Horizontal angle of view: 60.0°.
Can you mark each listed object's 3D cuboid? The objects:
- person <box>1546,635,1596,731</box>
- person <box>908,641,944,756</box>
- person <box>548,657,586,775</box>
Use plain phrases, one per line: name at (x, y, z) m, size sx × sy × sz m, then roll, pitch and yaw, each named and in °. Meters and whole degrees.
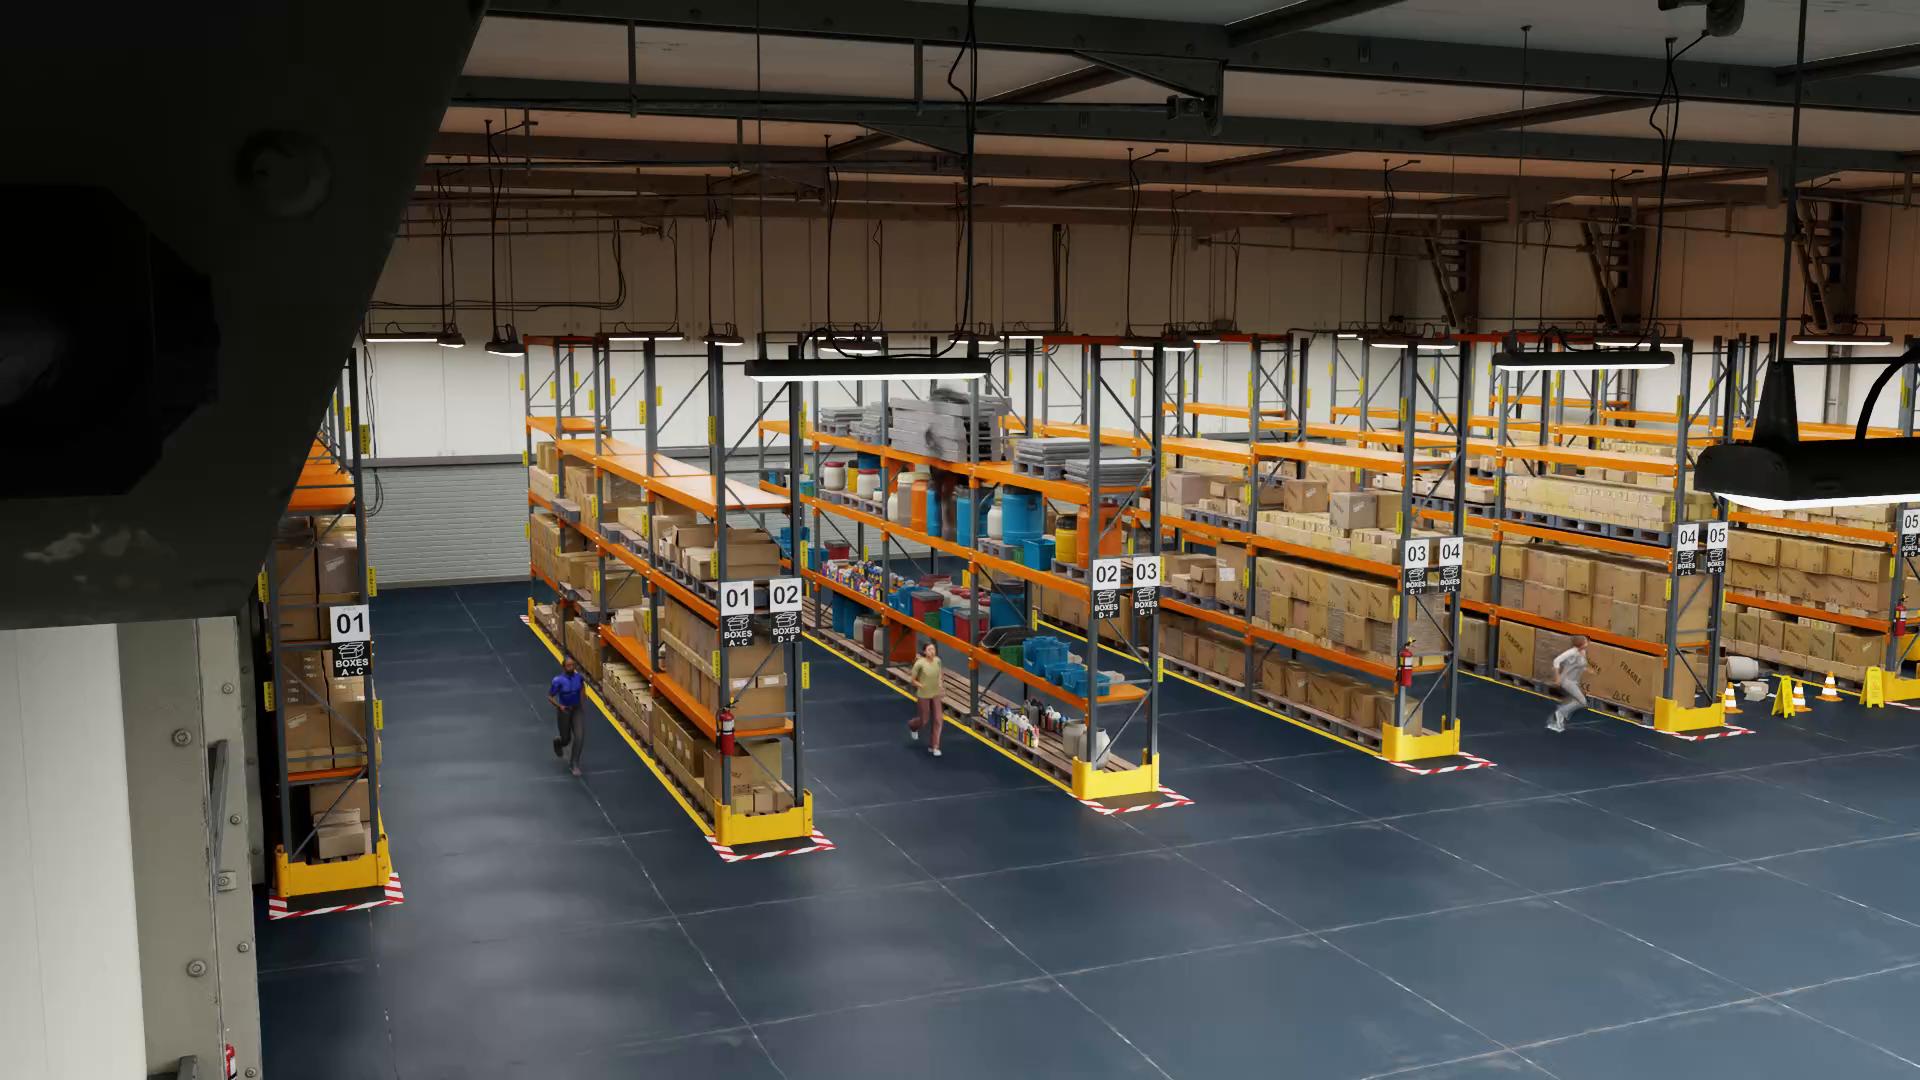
person at (9.335, 2.199, 25.379) m, size 0.695 × 1.499 × 0.496 m, roll 6°, pitch 10°, yaw 37°
person at (-0.478, 2.282, 24.385) m, size 0.566 × 1.647 × 0.820 m, roll -4°, pitch 8°, yaw -27°
person at (-5.505, 2.454, 23.399) m, size 0.587 × 1.642 × 0.755 m, roll -5°, pitch 9°, yaw -34°
